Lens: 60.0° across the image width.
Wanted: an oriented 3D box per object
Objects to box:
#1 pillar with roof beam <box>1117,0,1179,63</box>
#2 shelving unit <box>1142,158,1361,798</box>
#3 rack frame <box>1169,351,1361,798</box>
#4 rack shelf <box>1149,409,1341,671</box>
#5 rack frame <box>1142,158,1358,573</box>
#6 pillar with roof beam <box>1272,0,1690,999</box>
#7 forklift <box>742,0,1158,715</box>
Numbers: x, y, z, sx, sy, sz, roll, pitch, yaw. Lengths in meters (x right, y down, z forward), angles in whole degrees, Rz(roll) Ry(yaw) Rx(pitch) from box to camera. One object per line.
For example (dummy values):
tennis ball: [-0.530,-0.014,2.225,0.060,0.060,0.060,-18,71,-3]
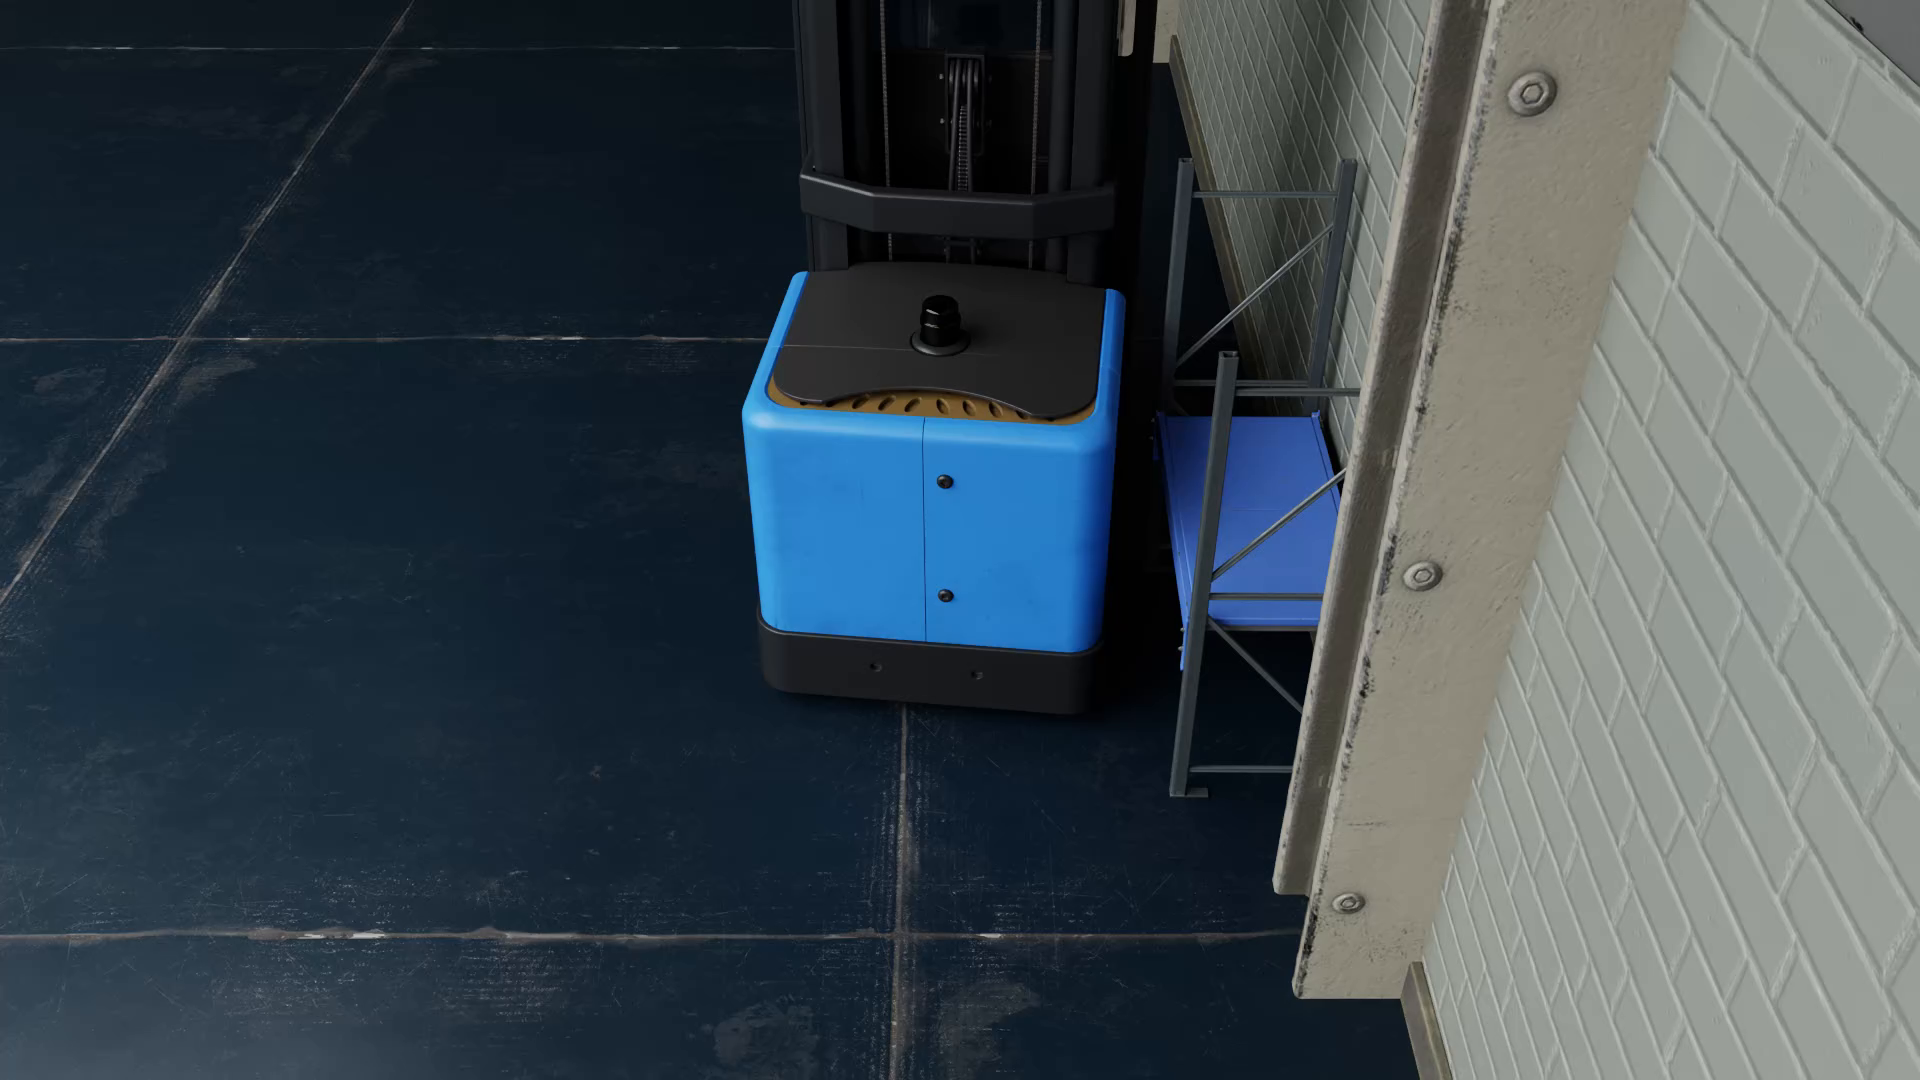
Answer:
pillar with roof beam: [-3.296,-6.206,6.298,9.100,9.000,0.400,0,39,0]
shelving unit: [0.864,-0.165,4.757,0.538,1.500,1.048,0,39,0]
rack frame: [0.859,0.152,4.360,0.500,1.500,0.032,0,39,0]
rack shelf: [0.864,-0.025,4.870,0.538,0.185,1.000,0,39,0]
rack frame: [0.868,-0.483,5.154,0.500,1.500,0.032,0,39,0]
pillar with roof beam: [-3.289,-2.454,1.616,9.100,9.000,0.400,0,39,0]
forklift: [0.071,-1.534,5.321,1.130,2.935,3.031,4,39,5]
